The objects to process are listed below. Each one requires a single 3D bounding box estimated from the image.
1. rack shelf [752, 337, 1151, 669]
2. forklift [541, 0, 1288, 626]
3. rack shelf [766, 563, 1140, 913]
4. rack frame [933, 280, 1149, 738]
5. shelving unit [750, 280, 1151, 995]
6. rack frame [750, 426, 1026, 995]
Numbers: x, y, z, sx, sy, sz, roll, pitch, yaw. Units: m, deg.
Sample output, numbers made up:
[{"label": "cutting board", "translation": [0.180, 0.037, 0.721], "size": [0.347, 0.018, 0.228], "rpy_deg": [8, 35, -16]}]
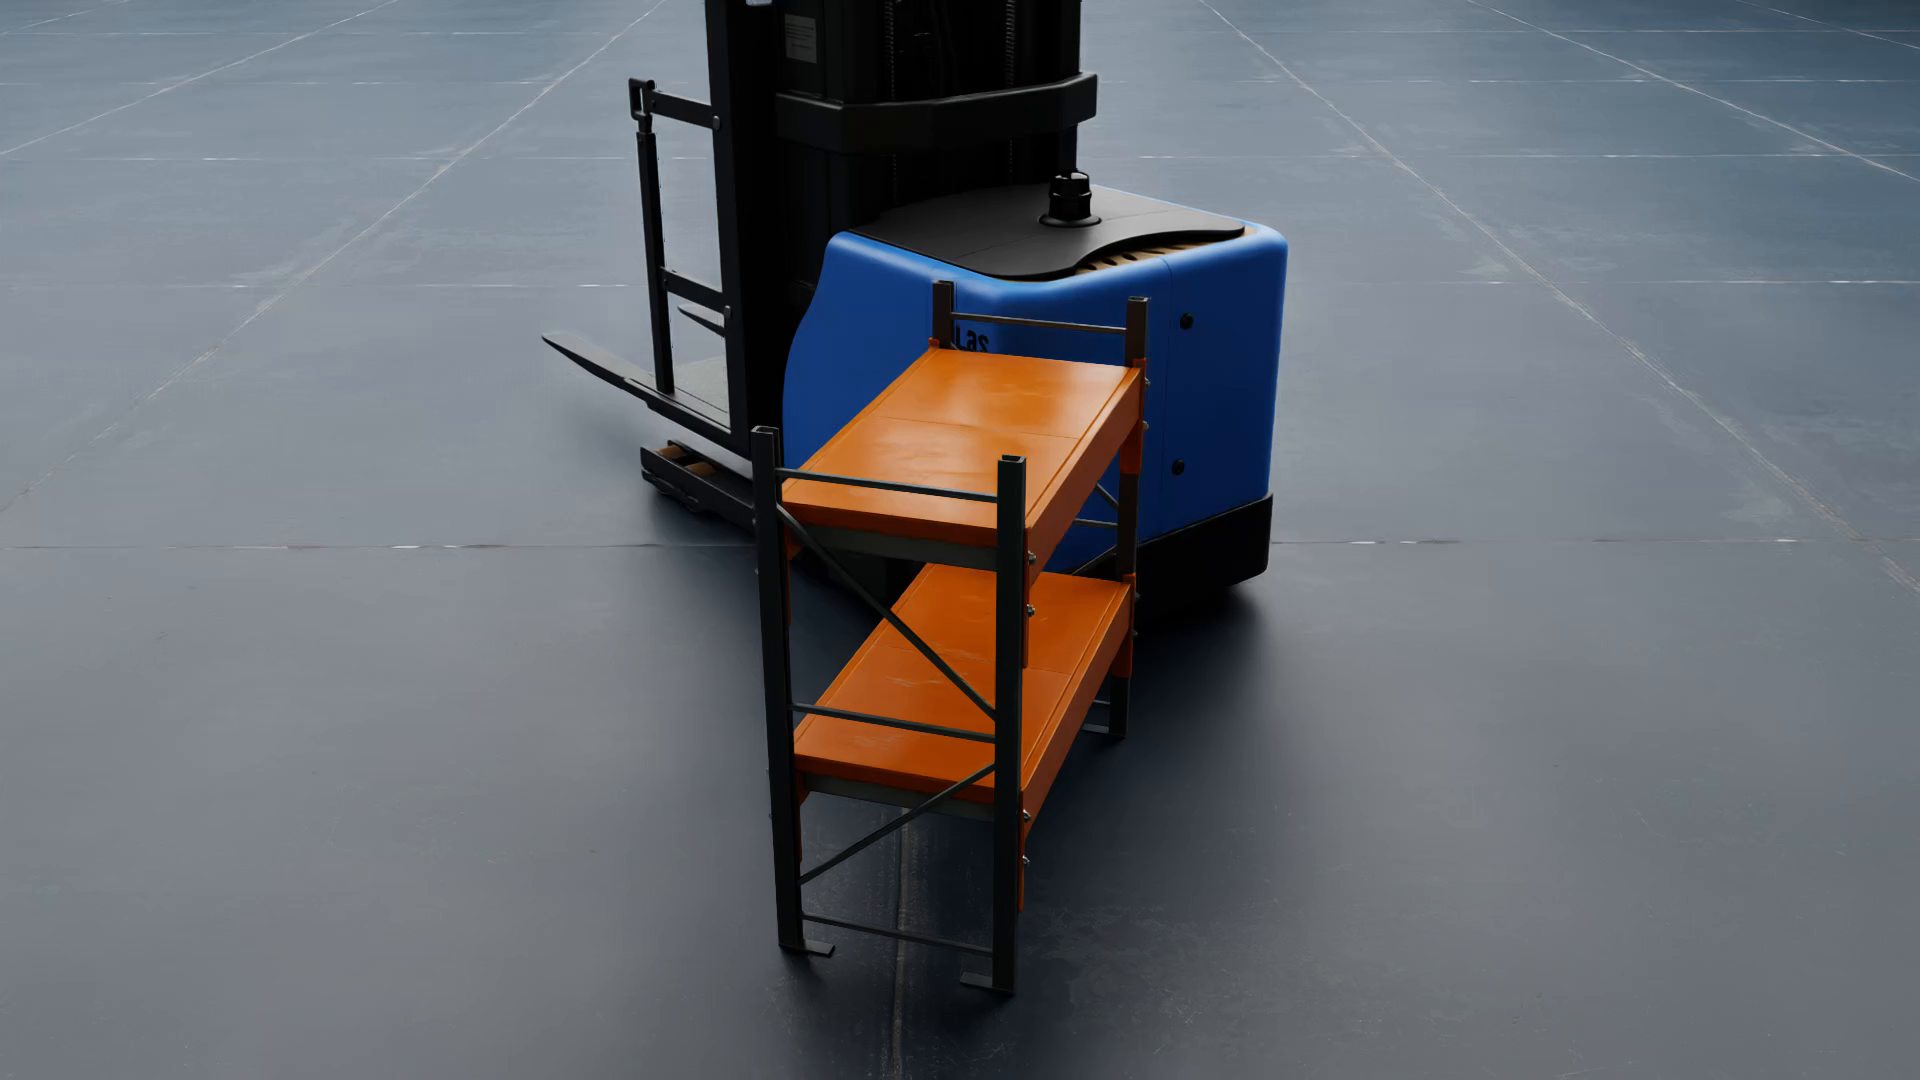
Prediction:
[{"label": "rack shelf", "translation": [0.025, -0.121, 3.443], "size": [0.538, 0.278, 1.000], "rpy_deg": [7, 25, 16]}, {"label": "forklift", "translation": [-0.415, -1.540, 5.098], "size": [1.130, 2.935, 3.031], "rpy_deg": [-19, 30, -35]}, {"label": "rack shelf", "translation": [0.025, 0.368, 3.664], "size": [0.538, 0.278, 1.000], "rpy_deg": [7, 25, 16]}, {"label": "rack frame", "translation": [0.179, -0.054, 4.005], "size": [0.500, 1.125, 0.032], "rpy_deg": [7, 25, 16]}, {"label": "shelving unit", "translation": [0.025, 0.146, 3.563], "size": [0.538, 1.125, 1.048], "rpy_deg": [7, 25, 16]}, {"label": "rack frame", "translation": [-0.129, 0.345, 3.122], "size": [0.500, 1.125, 0.032], "rpy_deg": [7, 25, 16]}]
